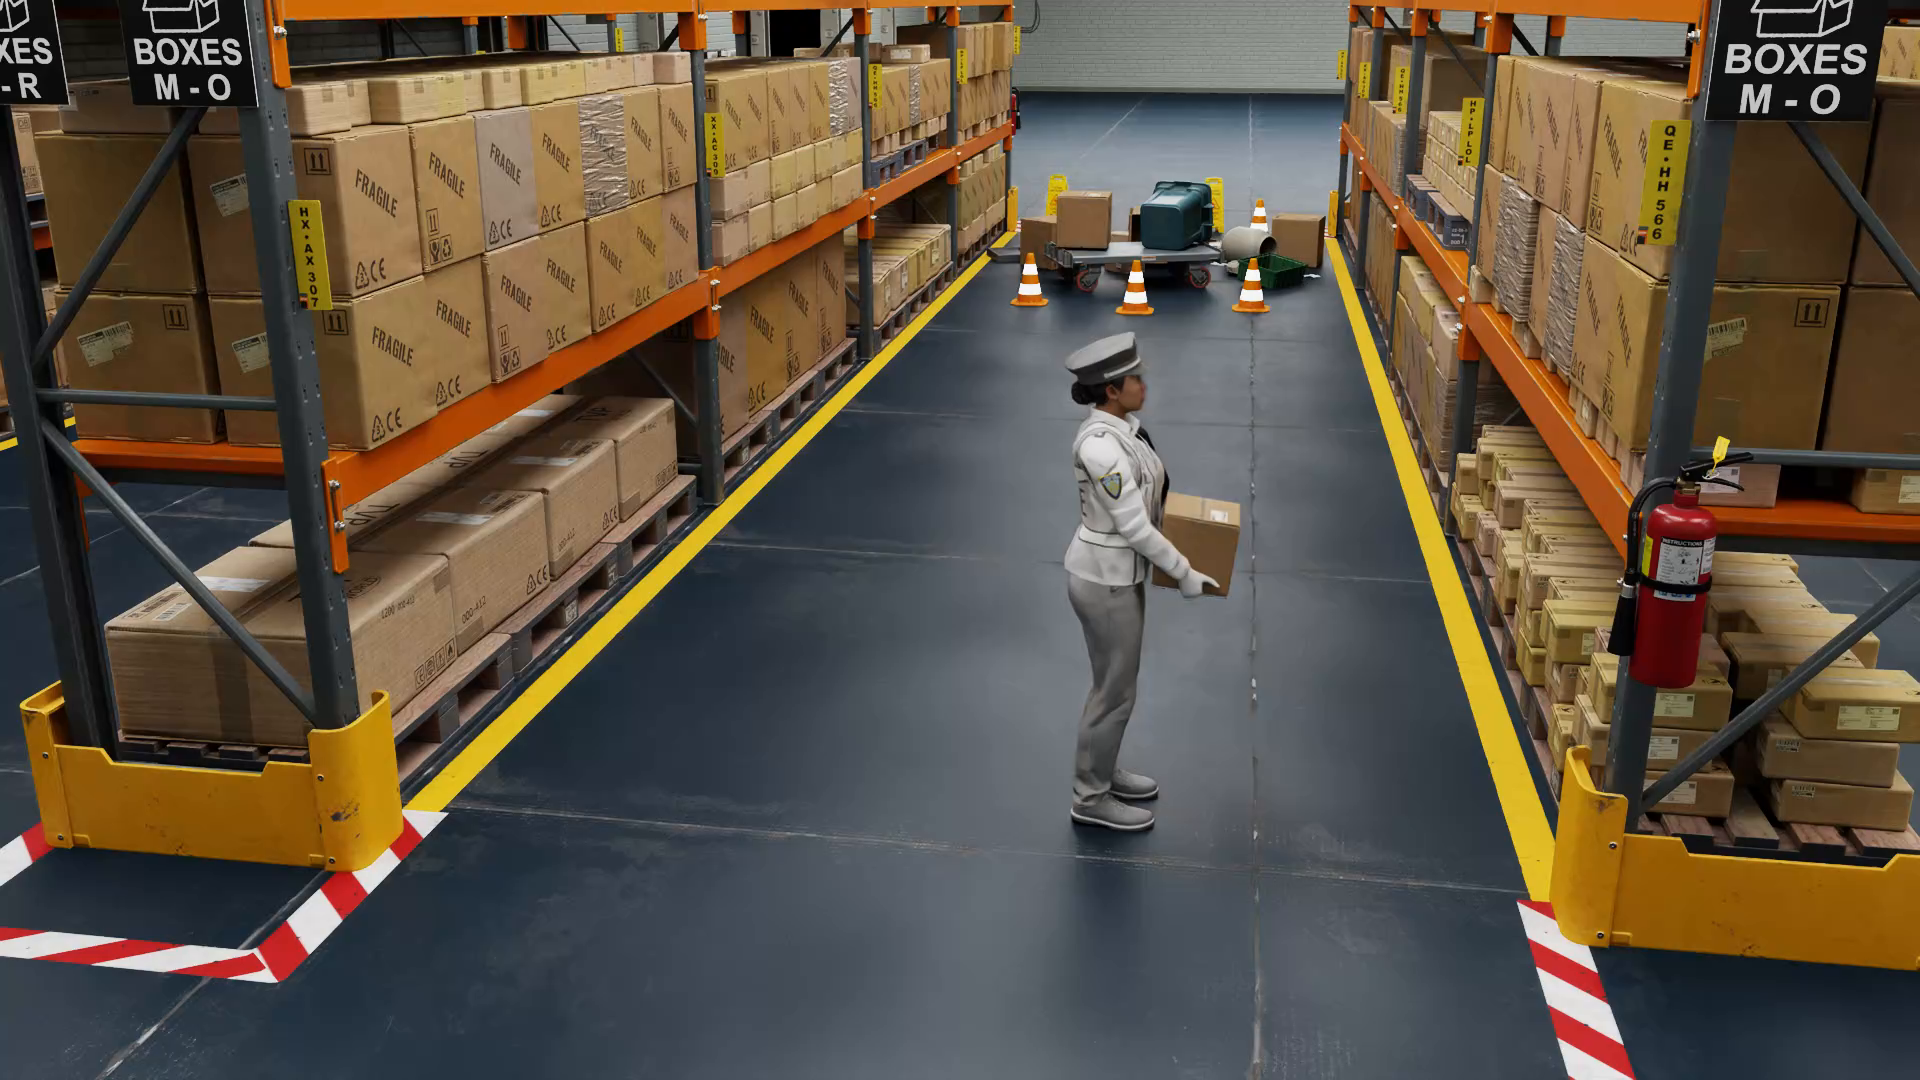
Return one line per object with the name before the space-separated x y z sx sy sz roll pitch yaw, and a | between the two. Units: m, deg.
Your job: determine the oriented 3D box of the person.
person | 0.602 0.141 5.587 0.530 1.691 0.446 3 18 8
